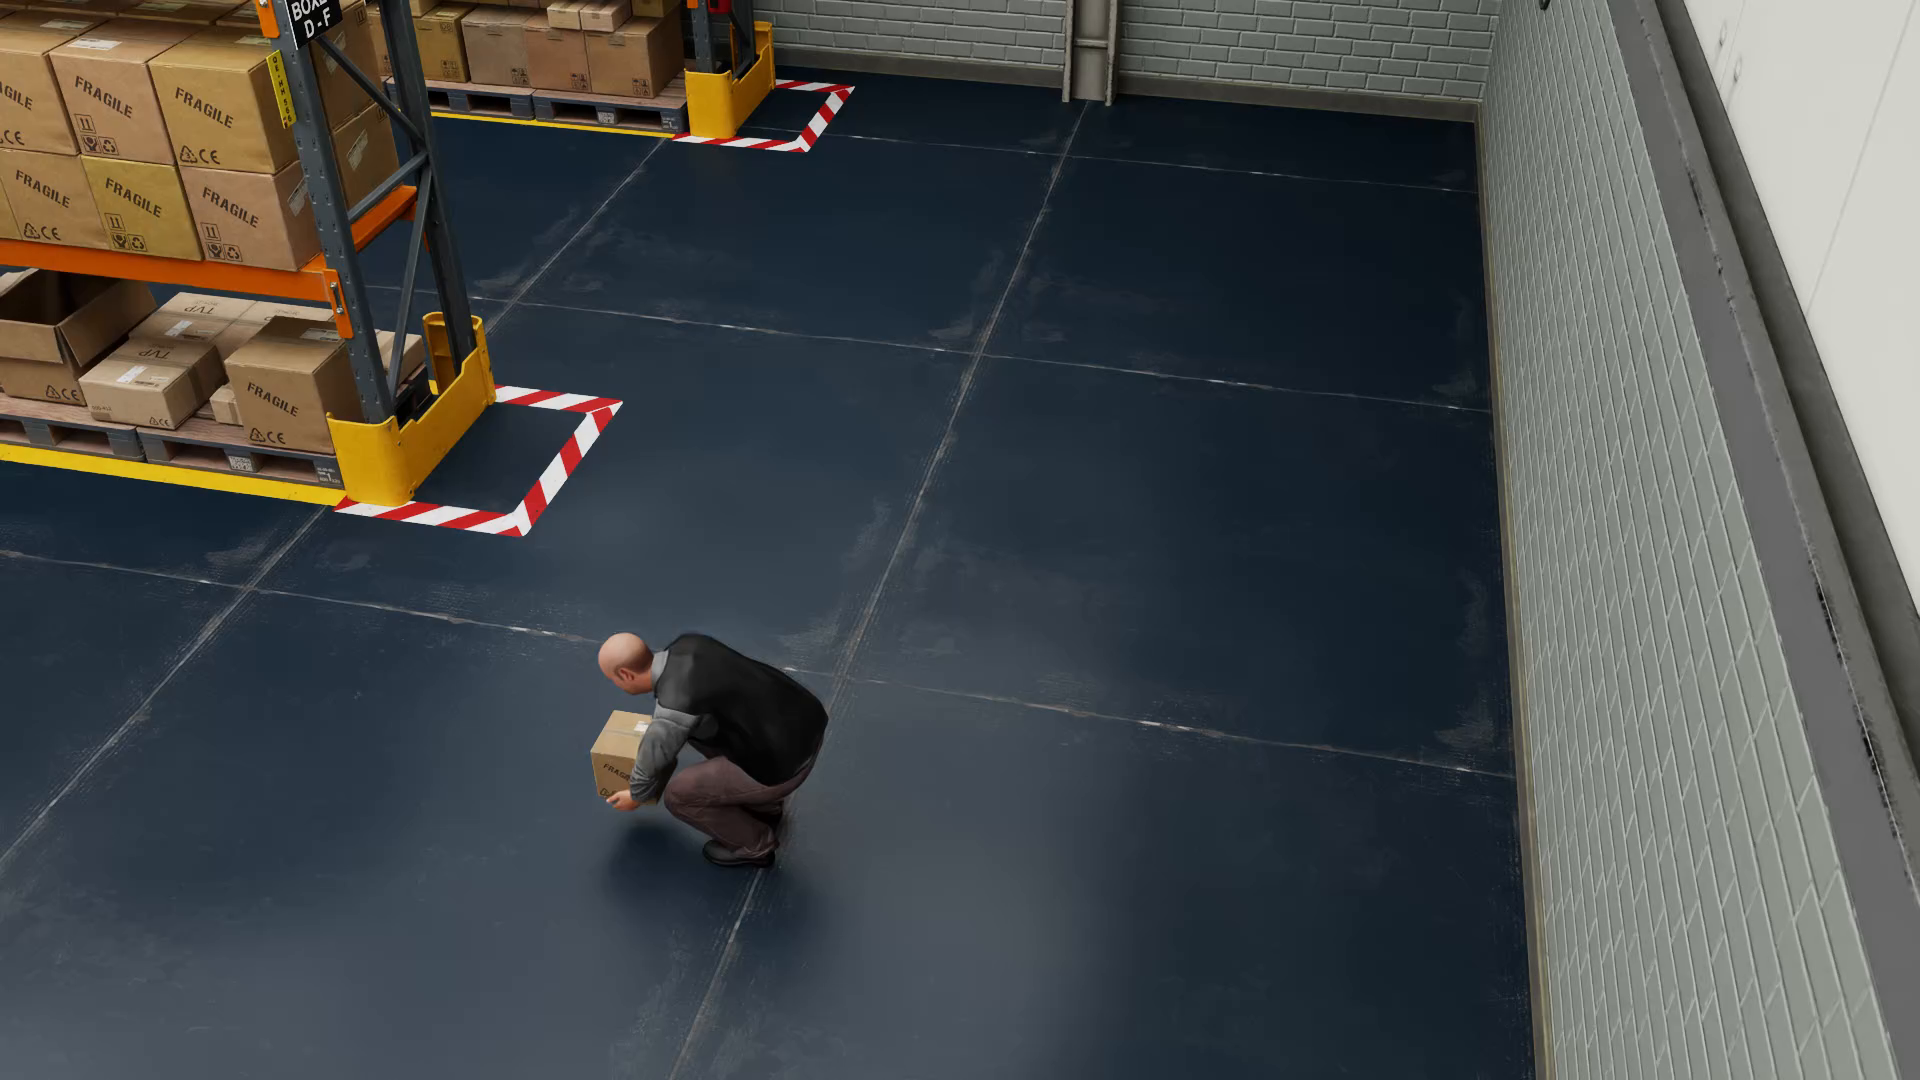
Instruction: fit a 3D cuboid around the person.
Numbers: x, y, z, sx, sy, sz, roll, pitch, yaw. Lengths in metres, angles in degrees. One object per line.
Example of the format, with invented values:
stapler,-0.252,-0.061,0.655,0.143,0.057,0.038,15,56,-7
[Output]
person,-0.960,0.799,6.493,0.855,1.025,0.543,7,37,10
